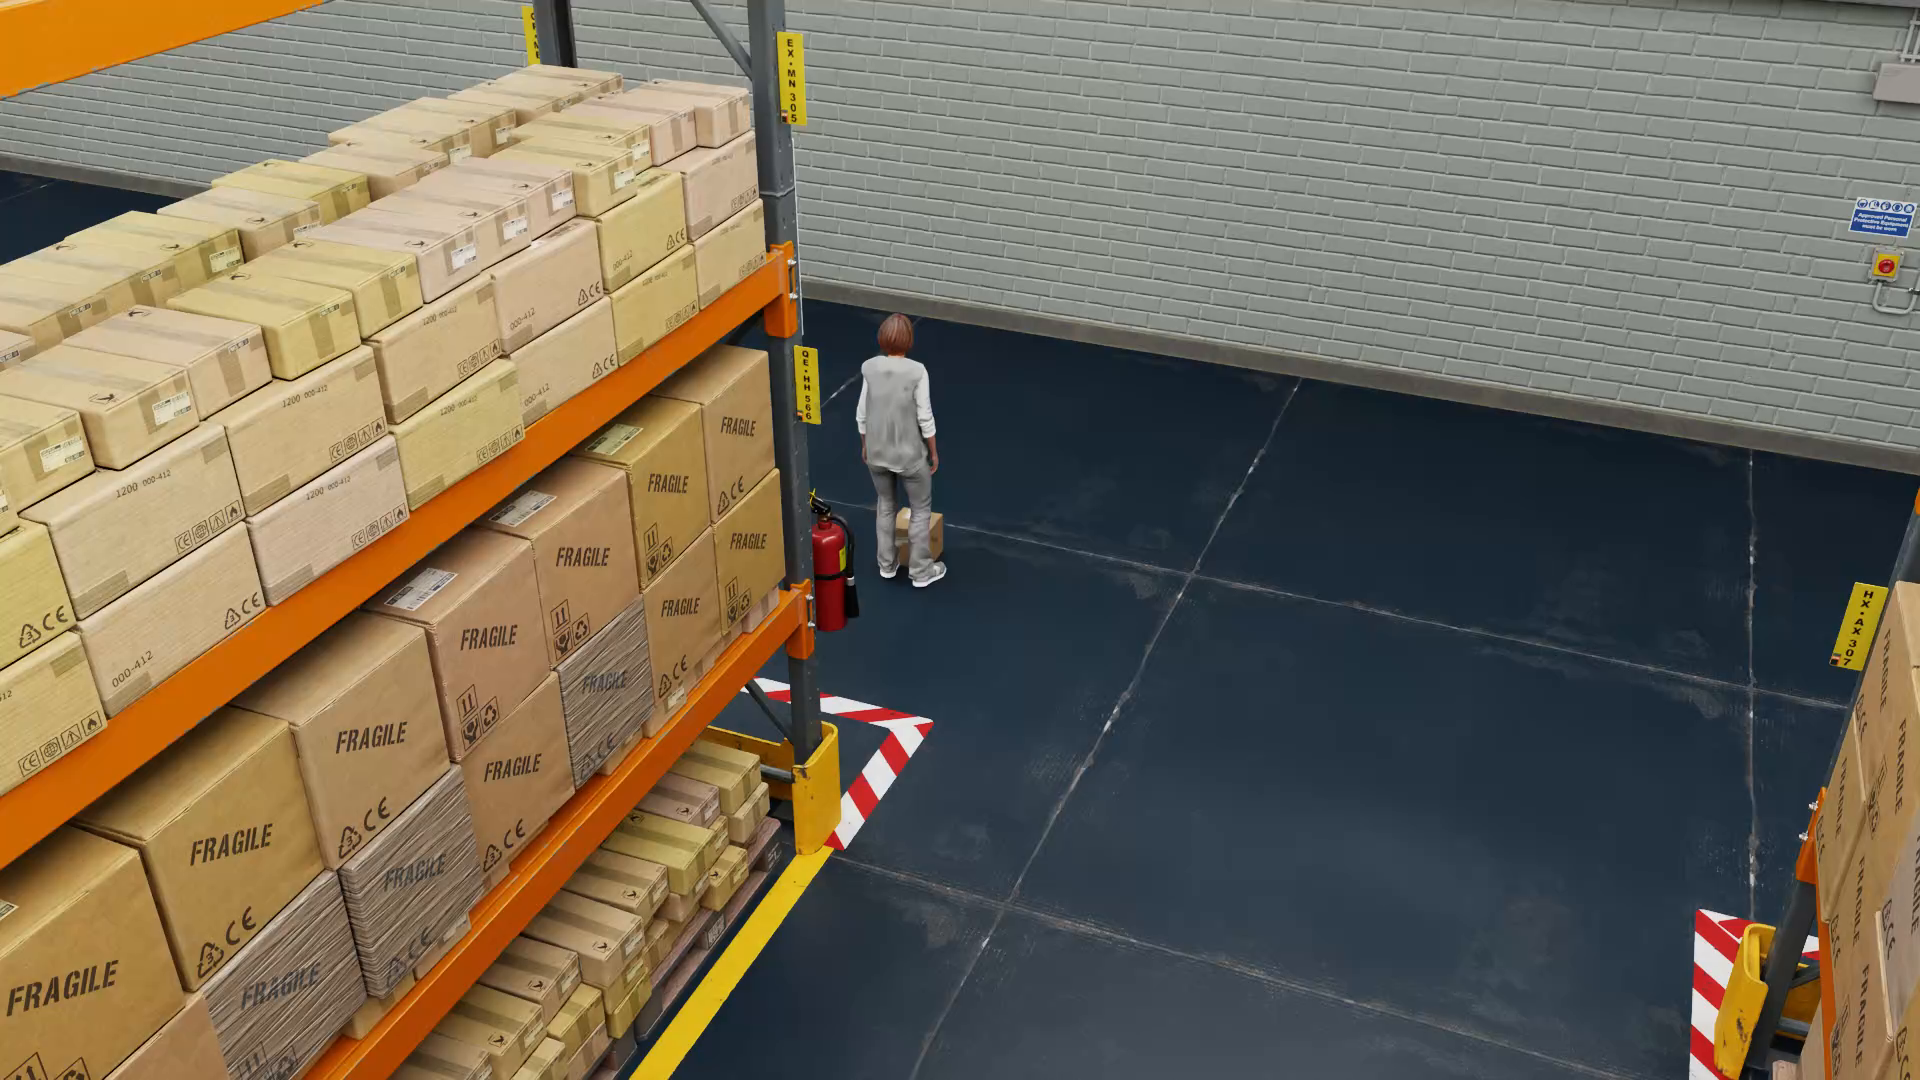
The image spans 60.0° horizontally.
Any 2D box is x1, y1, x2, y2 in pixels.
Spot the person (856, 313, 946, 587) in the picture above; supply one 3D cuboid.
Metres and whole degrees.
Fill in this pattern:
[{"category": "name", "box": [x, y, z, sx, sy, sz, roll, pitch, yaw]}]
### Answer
[{"category": "person", "box": [-0.334, -0.483, 9.233, 0.467, 1.590, 0.376, 10, 32, 17]}]
